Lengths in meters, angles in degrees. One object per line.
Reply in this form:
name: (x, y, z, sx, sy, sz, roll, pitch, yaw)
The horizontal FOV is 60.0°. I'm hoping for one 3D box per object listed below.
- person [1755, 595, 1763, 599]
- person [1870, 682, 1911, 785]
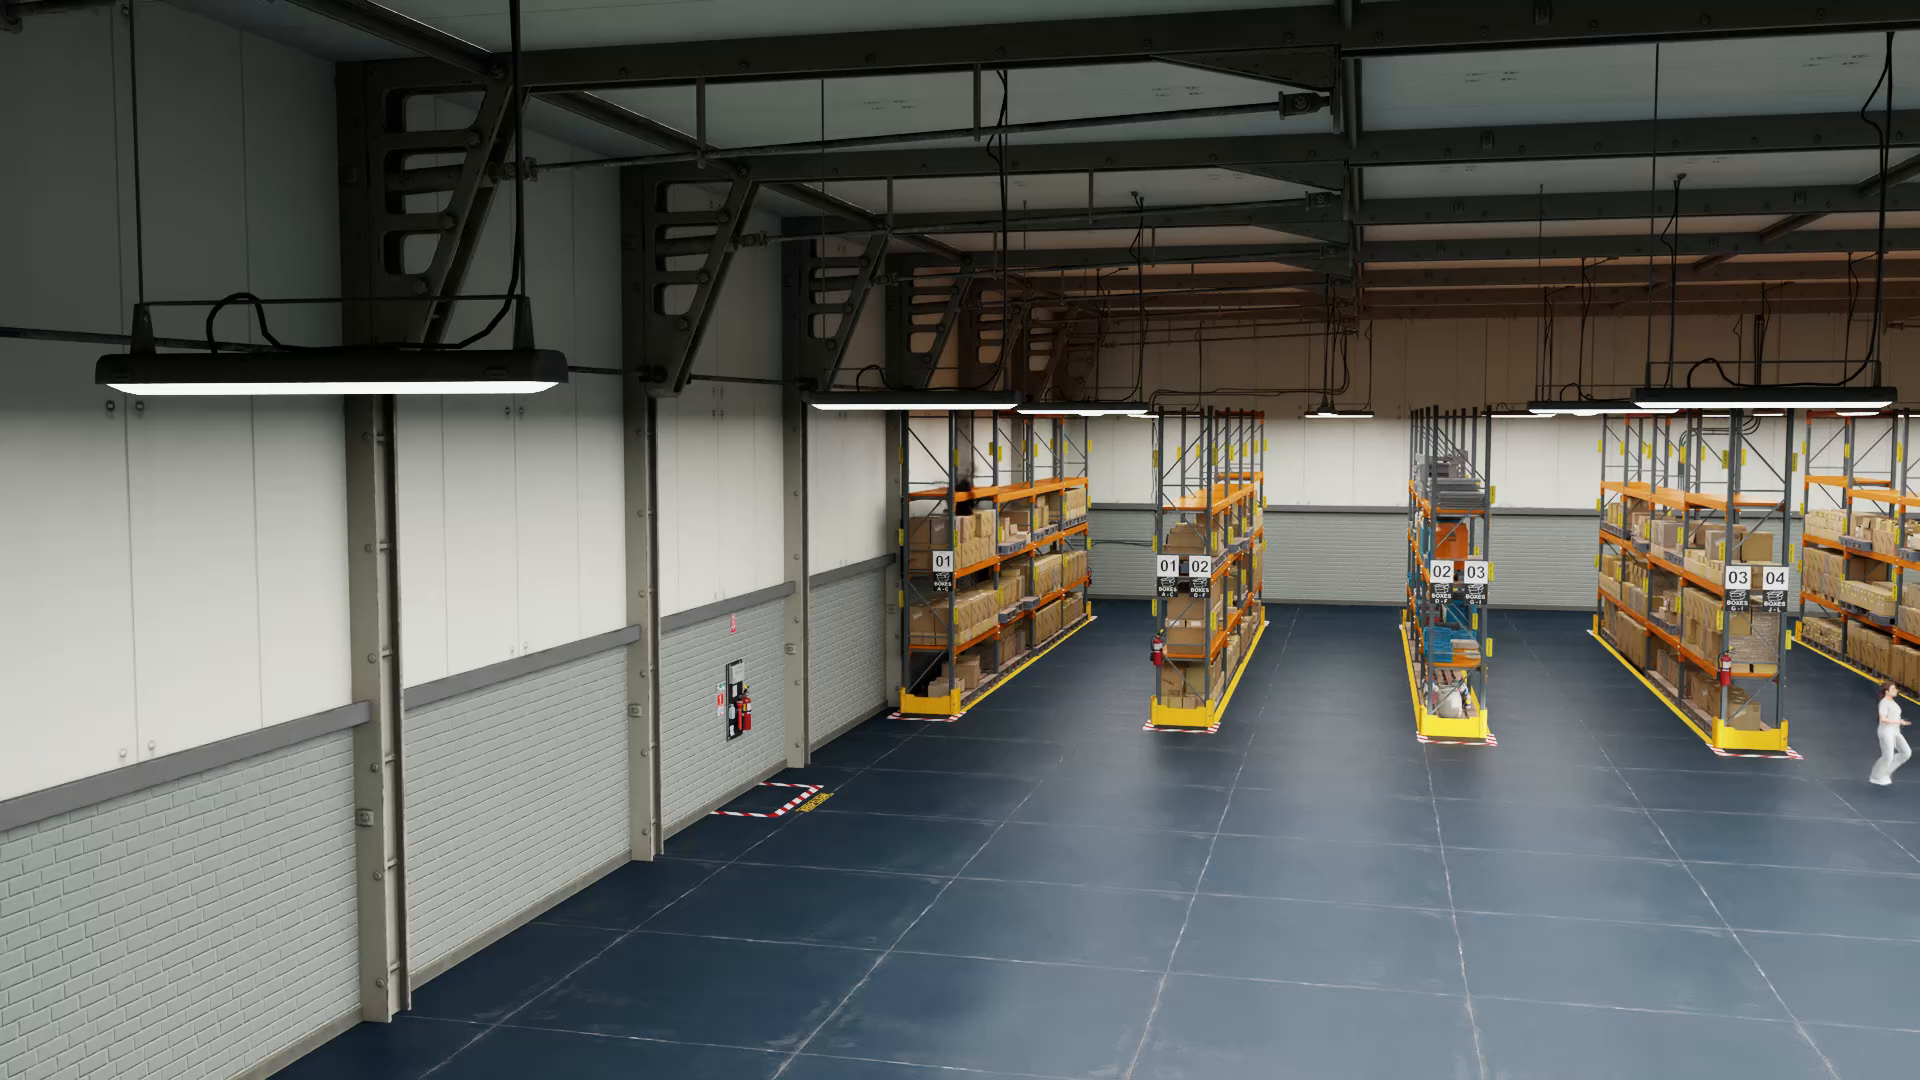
person: (20.400, 1.780, 42.664, 0.680, 1.800, 0.668, 2, 4, 22)
person: (14.574, 3.031, 25.986, 0.544, 1.622, 0.605, -3, 5, -39)
